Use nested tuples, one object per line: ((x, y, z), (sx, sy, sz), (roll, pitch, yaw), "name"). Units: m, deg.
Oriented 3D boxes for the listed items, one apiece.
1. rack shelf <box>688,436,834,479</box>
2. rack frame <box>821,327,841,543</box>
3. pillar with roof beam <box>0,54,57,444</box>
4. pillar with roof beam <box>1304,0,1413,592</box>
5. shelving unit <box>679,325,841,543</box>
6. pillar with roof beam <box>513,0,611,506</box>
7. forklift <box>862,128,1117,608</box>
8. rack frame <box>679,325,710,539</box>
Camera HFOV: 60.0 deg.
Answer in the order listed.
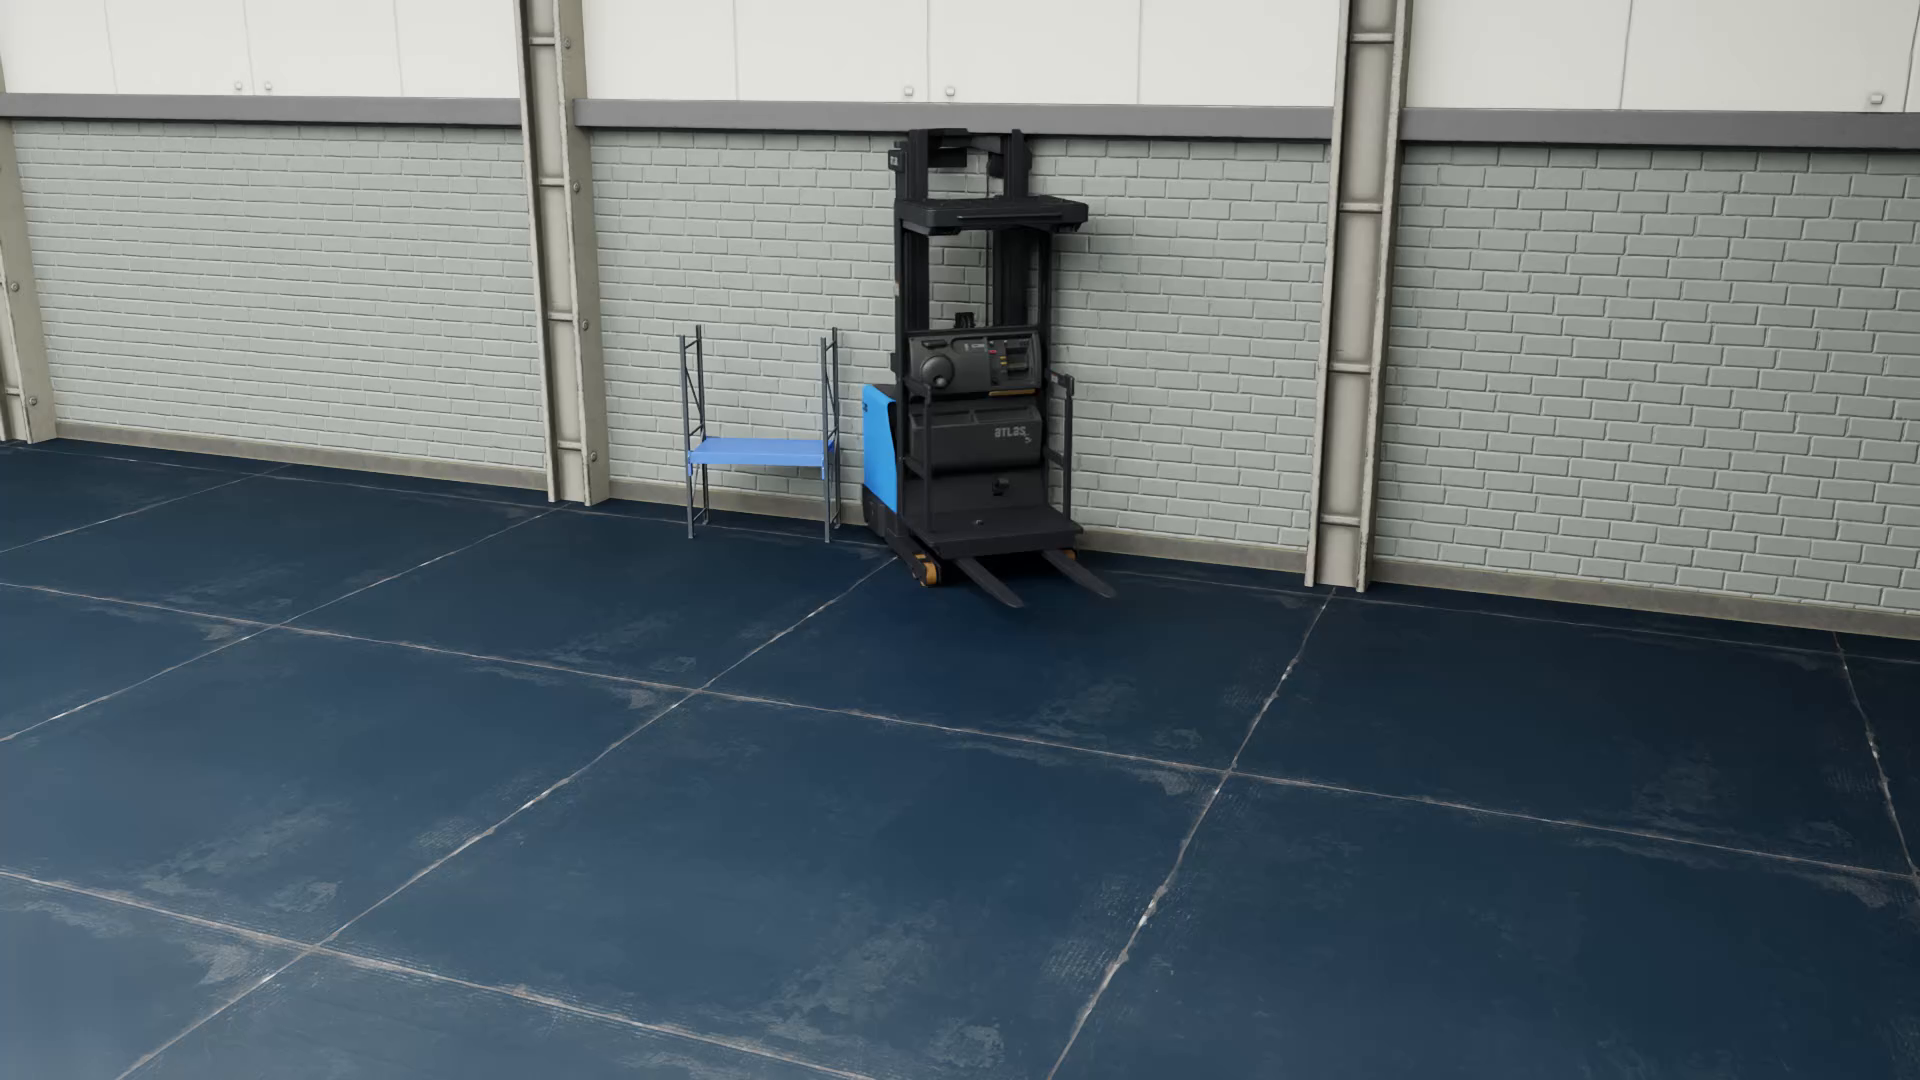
((-1.445, -0.611, 12.234), (1.000, 0.185, 0.538), (2, 16, 6), "rack shelf")
((-0.940, -0.769, 12.133), (0.032, 1.500, 0.500), (2, 16, 6), "rack frame")
((-10.198, -4.147, 10.316), (0.400, 9.000, 9.100), (6, 17, 21), "pillar with roof beam")
((0.965, -2.919, 6.088), (0.400, 9.000, 9.100), (6, 17, 21), "pillar with roof beam")
((-1.445, -0.784, 12.184), (1.048, 1.500, 0.538), (2, 16, 6), "shelving unit")
((-4.617, -3.533, 8.202), (0.400, 9.000, 9.100), (6, 17, 21), "pillar with roof beam")
((0.174, -1.221, 11.122), (1.130, 2.935, 3.031), (-5, 17, -17), "forklift")
((-1.951, -0.799, 12.235), (0.032, 1.500, 0.500), (2, 16, 6), "rack frame")
